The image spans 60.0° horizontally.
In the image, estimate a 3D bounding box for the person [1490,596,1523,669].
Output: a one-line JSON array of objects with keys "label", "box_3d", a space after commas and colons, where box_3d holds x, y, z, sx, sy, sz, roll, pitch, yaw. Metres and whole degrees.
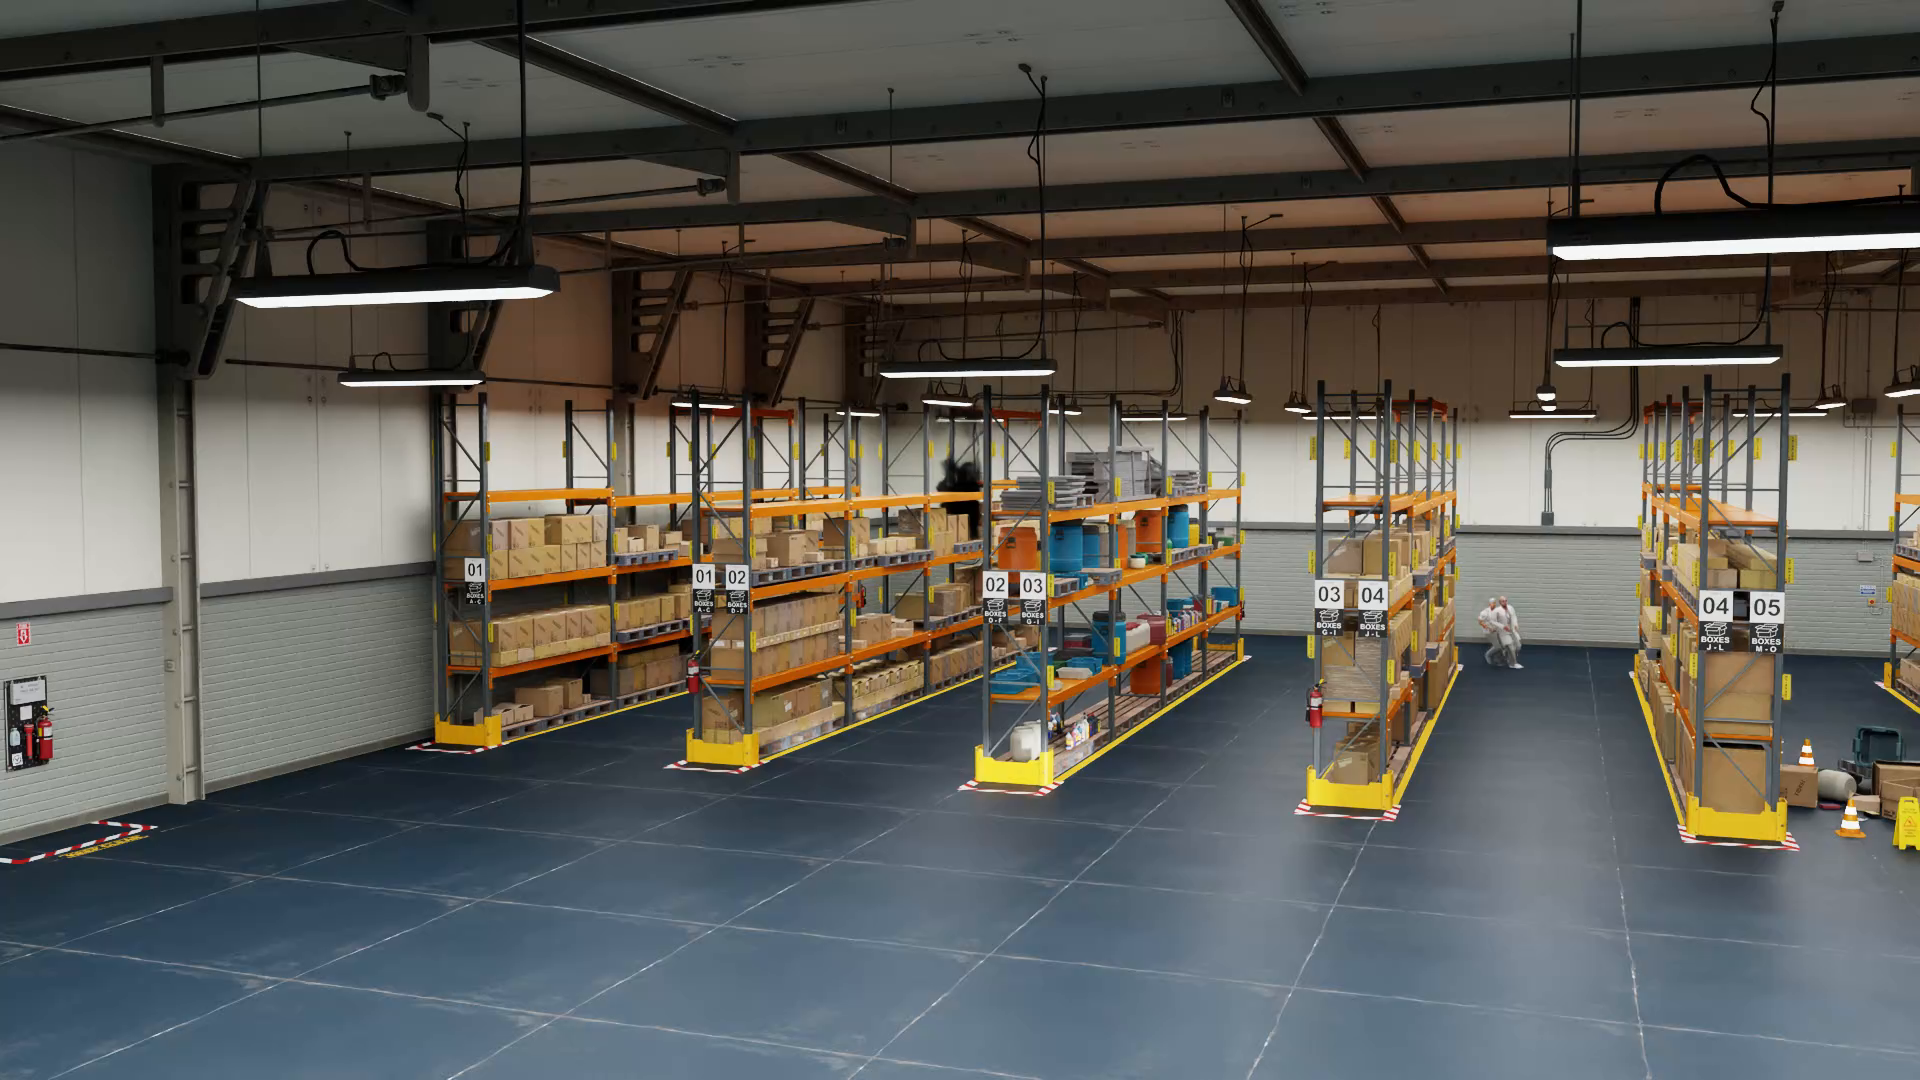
[{"label": "person", "box_3d": [12.556, 2.123, 38.306, 0.779, 1.674, 0.647, -1, 3, -18]}]

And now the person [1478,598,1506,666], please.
[{"label": "person", "box_3d": [12.452, 2.148, 38.761, 0.607, 1.595, 0.518, -2, 3, -28]}]
